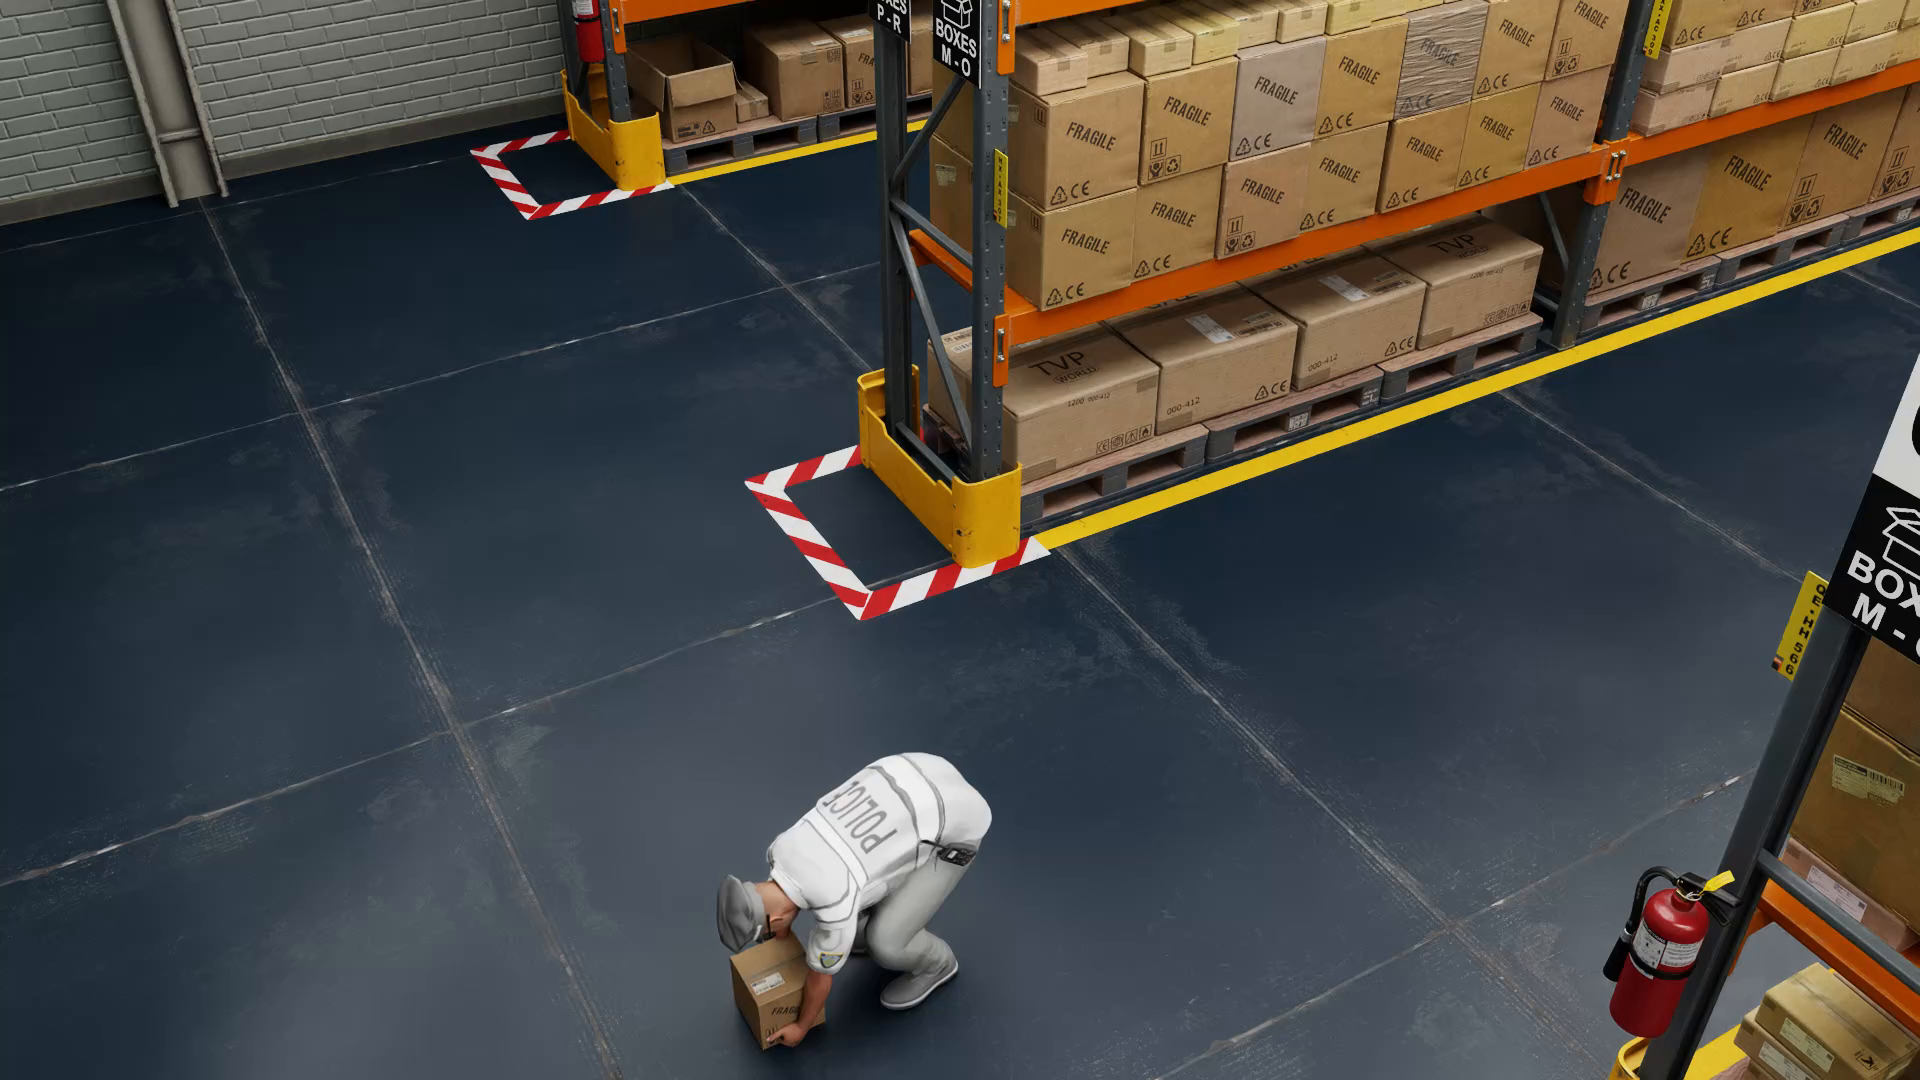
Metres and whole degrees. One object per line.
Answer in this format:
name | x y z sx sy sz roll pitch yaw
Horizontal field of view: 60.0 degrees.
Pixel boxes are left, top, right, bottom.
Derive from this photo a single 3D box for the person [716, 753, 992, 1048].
person | -0.376 1.278 5.914 1.026 0.921 0.545 -21 41 -26
